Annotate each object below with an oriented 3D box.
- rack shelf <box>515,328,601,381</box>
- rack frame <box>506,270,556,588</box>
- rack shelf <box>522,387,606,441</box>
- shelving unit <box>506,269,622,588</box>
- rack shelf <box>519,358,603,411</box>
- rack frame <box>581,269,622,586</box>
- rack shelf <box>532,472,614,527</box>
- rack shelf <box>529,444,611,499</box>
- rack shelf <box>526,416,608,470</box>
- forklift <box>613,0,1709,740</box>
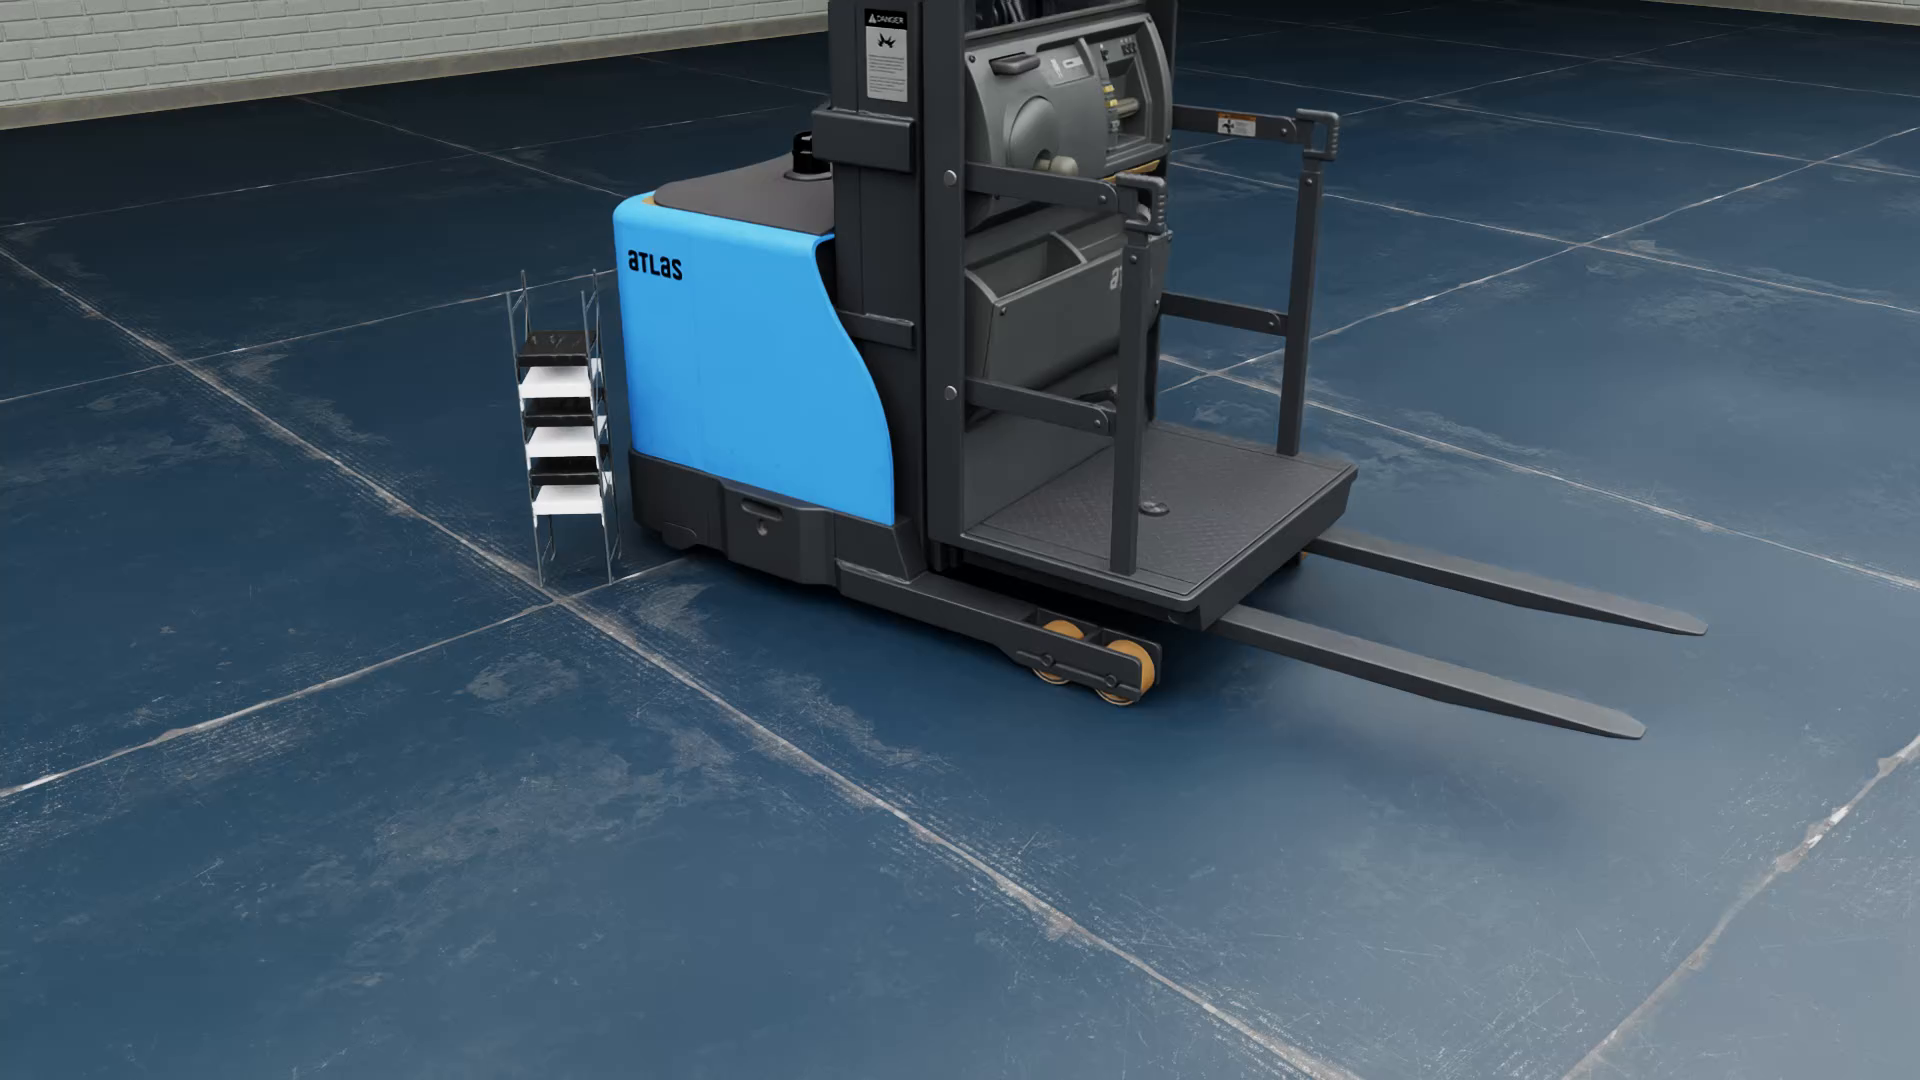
[{"bbox_3d":[-1.148,-0.535,4.769,0.200,0.077,0.258,-1,25,-3],"label":"rack shelf"},{"bbox_3d":[-1.250,-0.318,4.862,0.006,0.900,0.240,-1,25,-3],"label":"rack frame"},{"bbox_3d":[-1.148,-0.372,4.844,0.200,0.077,0.258,-1,25,-3],"label":"rack shelf"},{"bbox_3d":[-1.148,-0.320,4.867,0.210,0.900,0.258,-1,25,-3],"label":"shelving unit"},{"bbox_3d":[-1.148,-0.454,4.807,0.200,0.077,0.258,-1,25,-3],"label":"rack shelf"},{"bbox_3d":[-1.047,-0.322,4.873,0.006,0.900,0.240,-1,25,-3],"label":"rack frame"},{"bbox_3d":[-1.148,-0.126,4.956,0.200,0.077,0.258,-1,25,-3],"label":"rack shelf"},{"bbox_3d":[-1.148,-0.208,4.919,0.200,0.077,0.258,-1,25,-3],"label":"rack shelf"},{"bbox_3d":[-1.148,-0.290,4.881,0.200,0.077,0.258,-1,25,-3],"label":"rack shelf"},{"bbox_3d":[0.474,-1.156,4.252,3.031,2.935,1.130,16,29,31],"label":"forklift"}]
